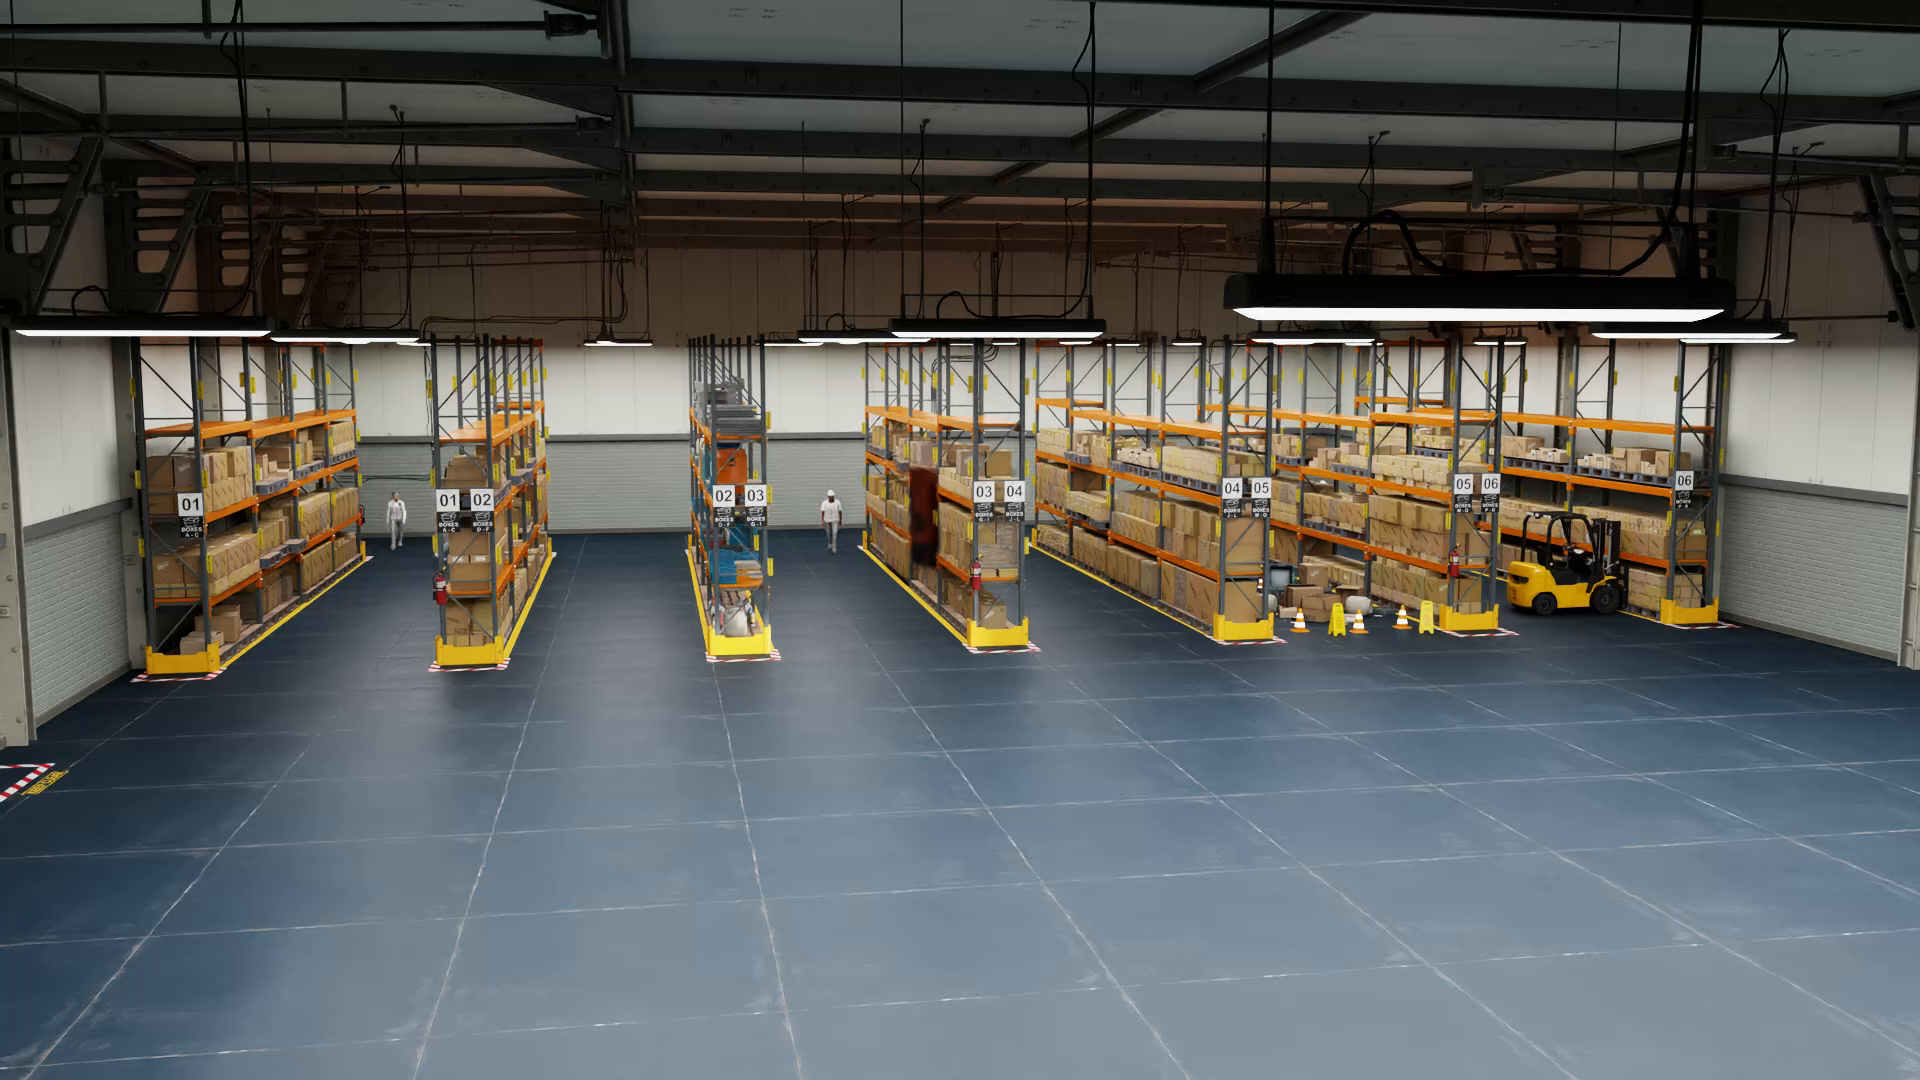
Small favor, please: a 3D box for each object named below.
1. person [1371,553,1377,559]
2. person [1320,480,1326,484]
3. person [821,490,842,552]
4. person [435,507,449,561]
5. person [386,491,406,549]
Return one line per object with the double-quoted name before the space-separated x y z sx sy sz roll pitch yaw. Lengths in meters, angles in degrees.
"person" 11.301 -0.322 45.502 0.444 1.681 0.503 6 9 42
"person" 11.051 -0.978 51.014 0.832 1.732 0.557 -6 9 -40
"person" -3.656 -0.557 47.150 0.580 1.692 1.054 0 7 2
"person" -14.045 -0.249 44.906 0.474 1.672 0.474 6 9 42
"person" -16.236 -0.597 47.893 0.553 1.616 1.022 -2 7 -19
